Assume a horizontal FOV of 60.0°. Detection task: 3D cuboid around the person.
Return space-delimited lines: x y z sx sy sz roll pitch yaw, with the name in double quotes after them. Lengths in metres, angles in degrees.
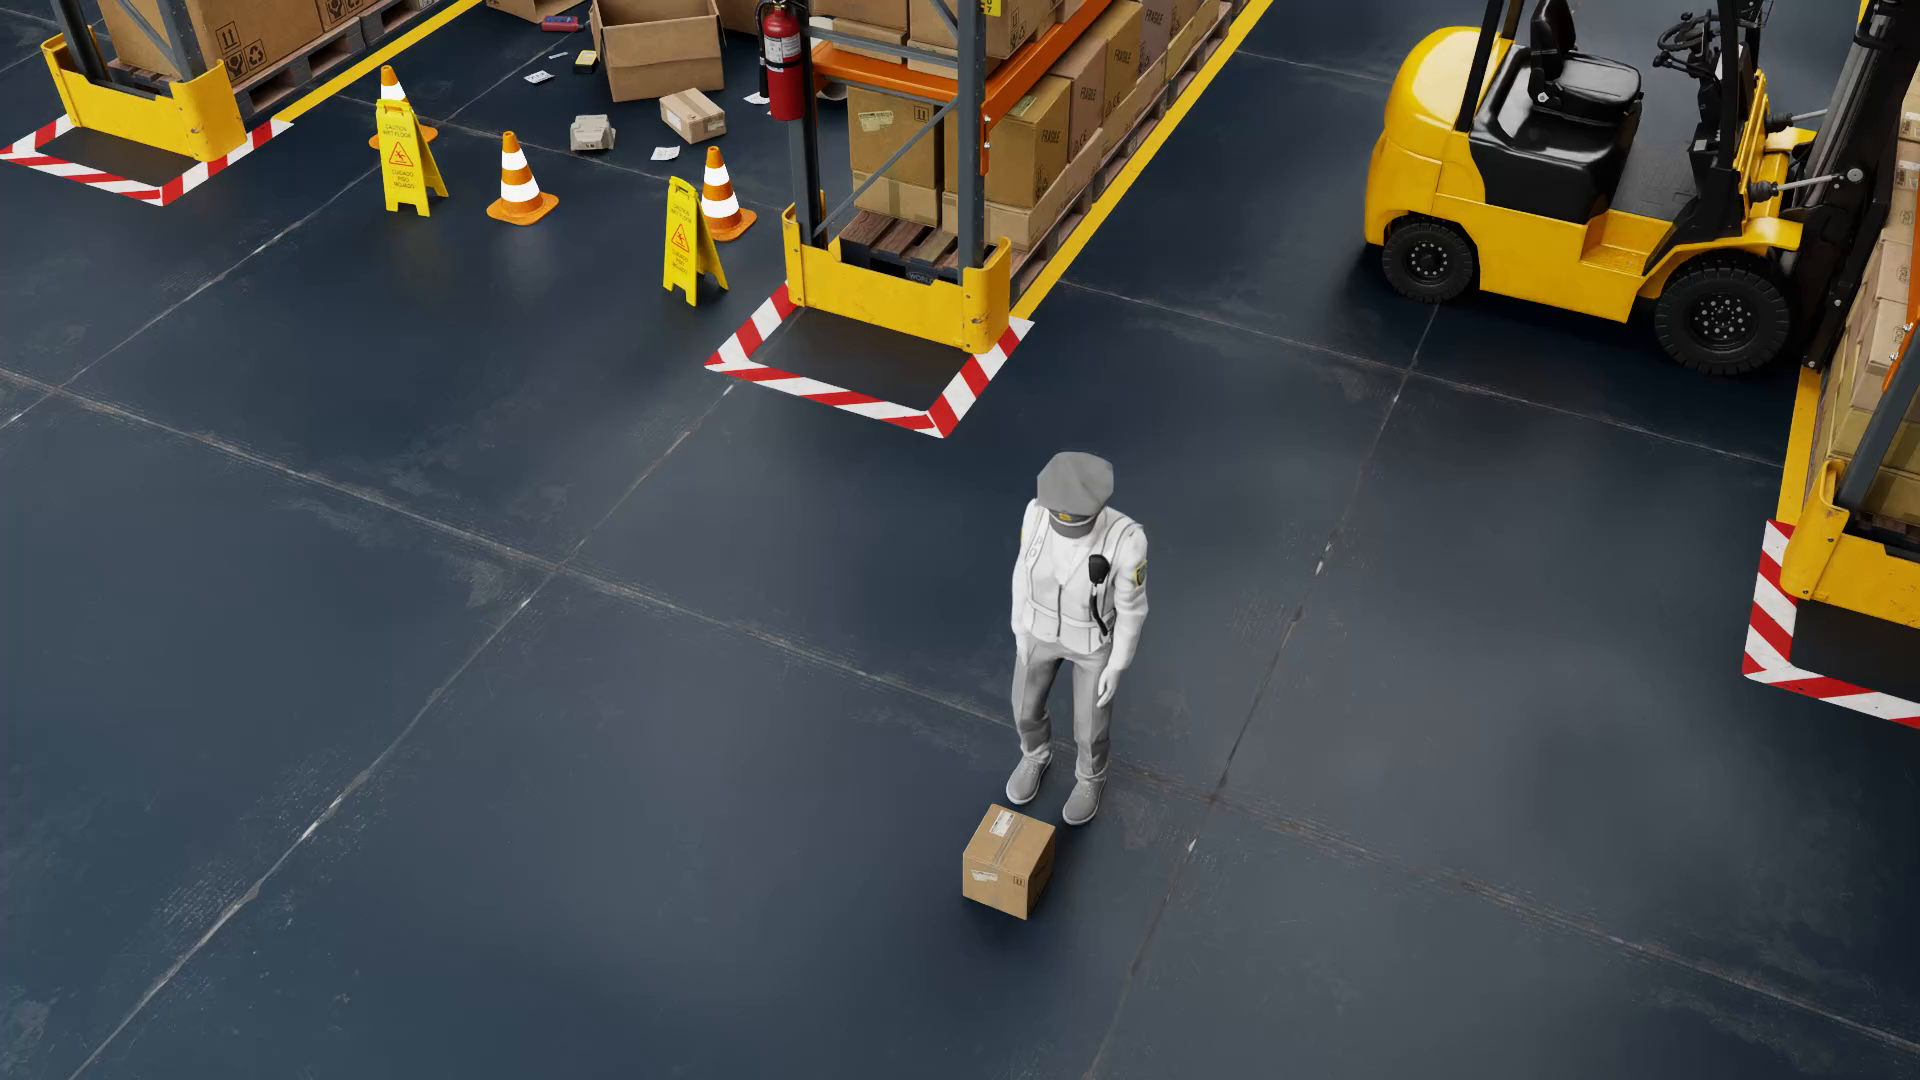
0.396 0.359 5.786 0.488 1.647 0.396 18 45 19 "person"
